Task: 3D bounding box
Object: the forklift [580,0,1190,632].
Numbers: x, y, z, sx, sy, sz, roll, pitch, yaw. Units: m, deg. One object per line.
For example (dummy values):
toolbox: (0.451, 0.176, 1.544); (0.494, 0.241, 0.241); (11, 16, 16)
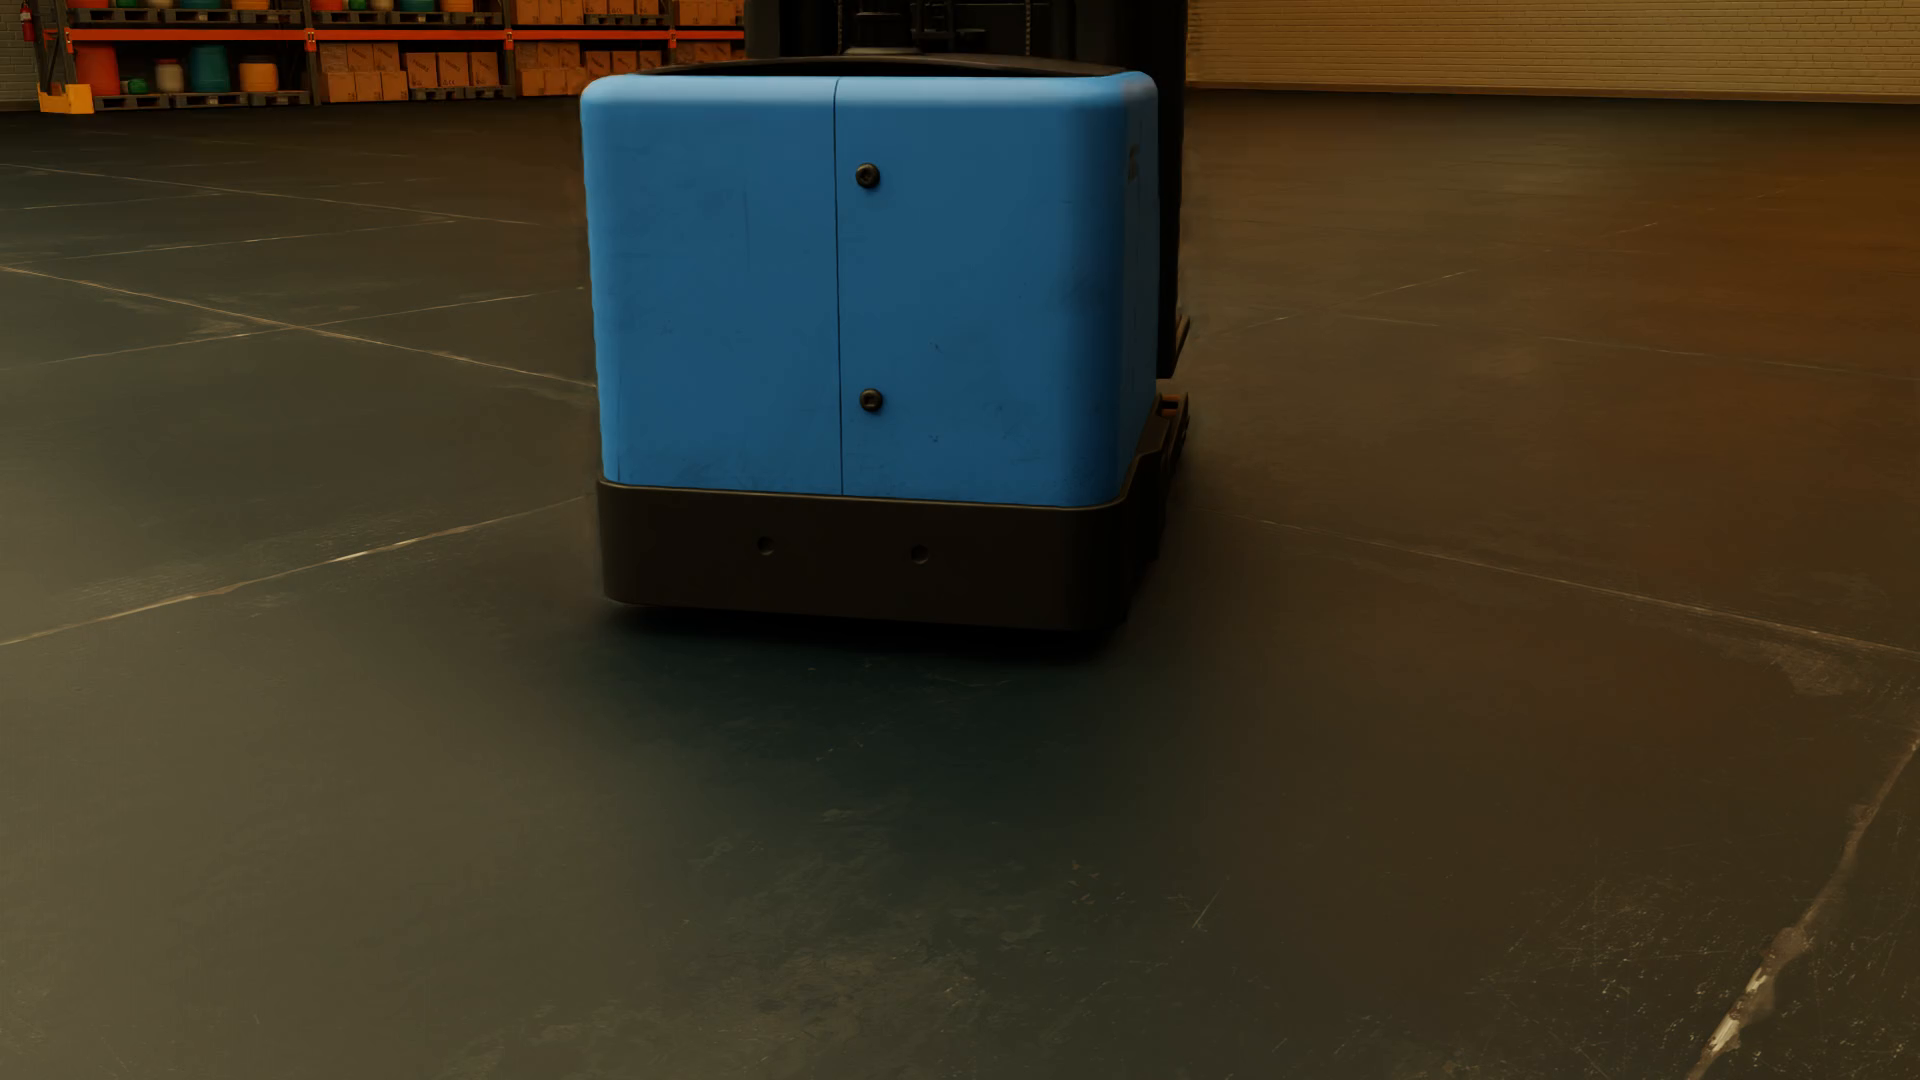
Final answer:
forklift: (0.055, -1.616, 4.218); (1.130, 2.935, 3.031); (3, 17, 10)
